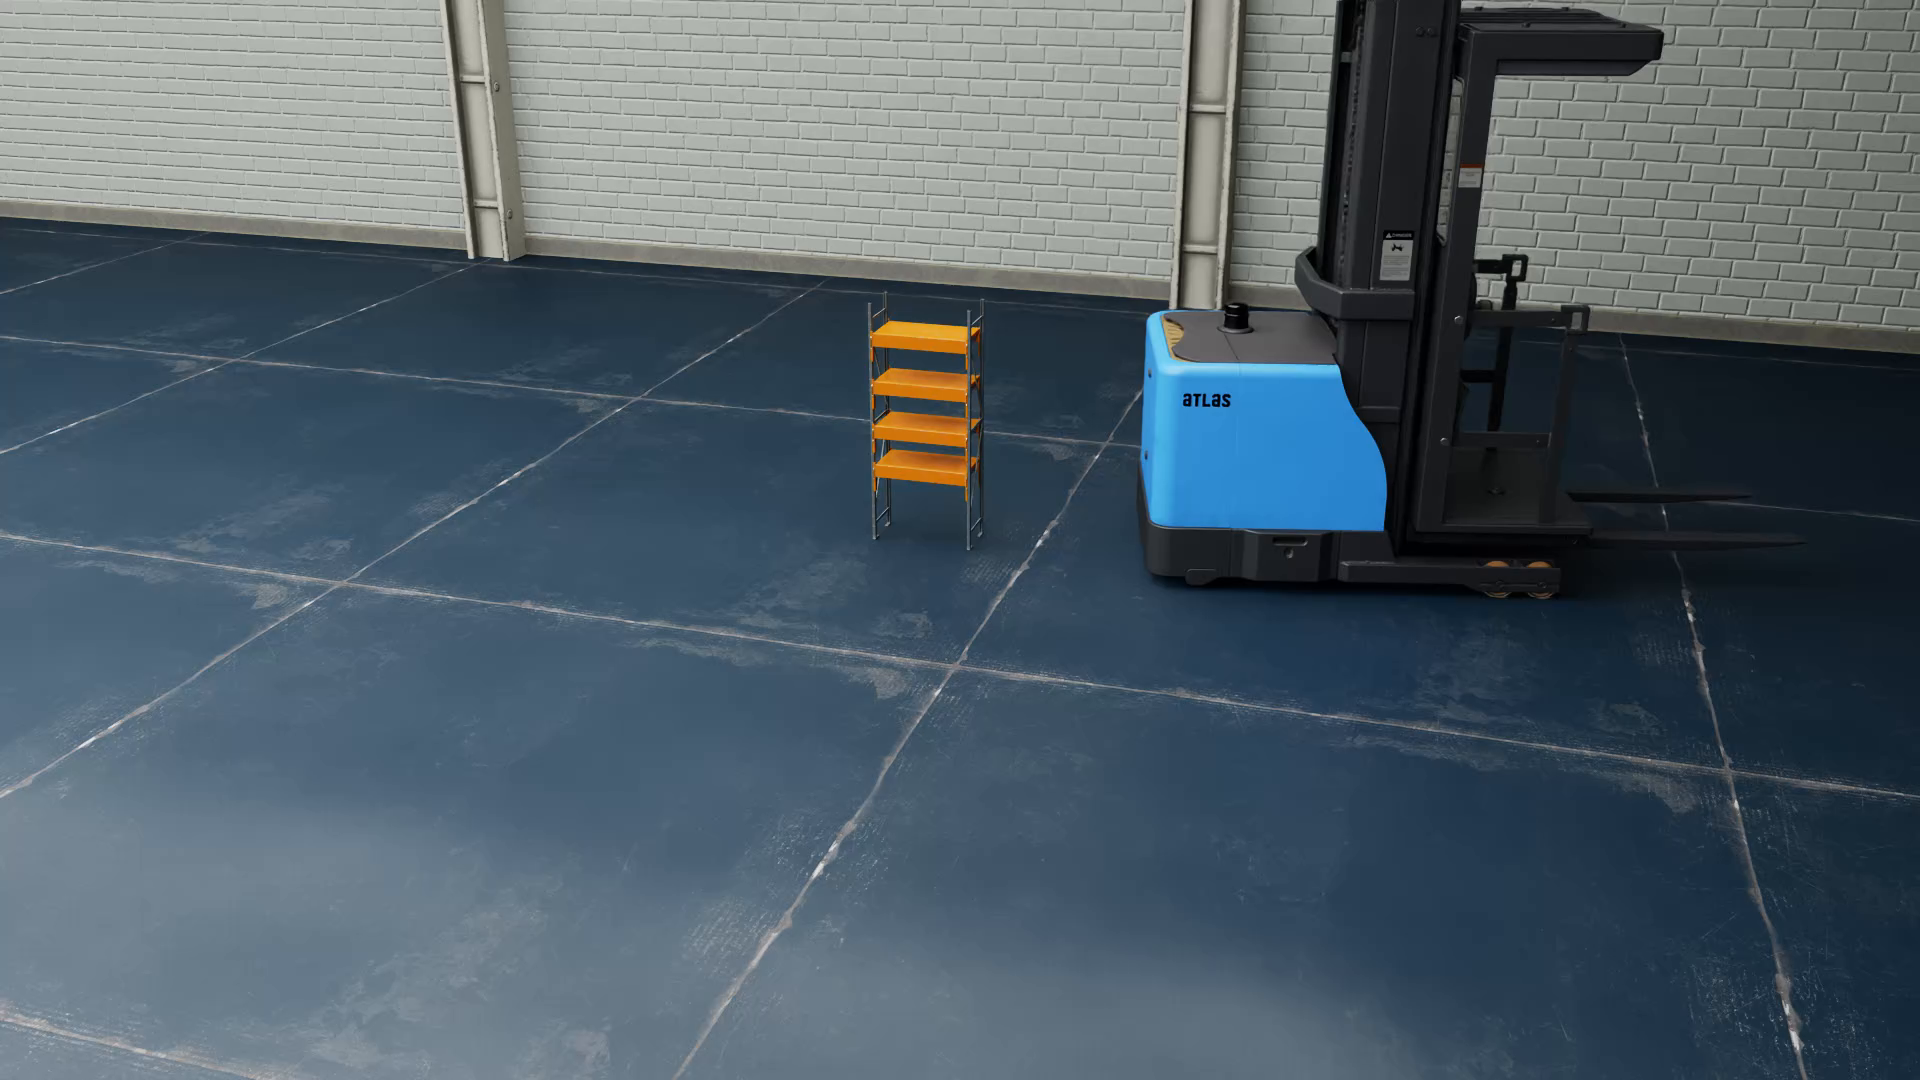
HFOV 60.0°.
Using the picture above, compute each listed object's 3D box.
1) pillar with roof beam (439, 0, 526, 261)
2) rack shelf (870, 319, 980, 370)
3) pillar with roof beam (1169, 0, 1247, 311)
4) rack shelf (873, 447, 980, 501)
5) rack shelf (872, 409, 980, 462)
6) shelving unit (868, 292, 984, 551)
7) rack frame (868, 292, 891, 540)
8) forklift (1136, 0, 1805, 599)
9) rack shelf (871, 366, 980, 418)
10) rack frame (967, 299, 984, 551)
[{"bbox_3d":[-5.182,-5.023,8.659,0.400,9.000,9.100,7,23,16],"label":"pillar with roof beam"},{"bbox_3d":[-0.158,-0.937,7.937,0.480,0.148,0.258,7,23,16],"label":"rack shelf"},{"bbox_3d":[0.562,-4.366,7.055,0.400,9.000,9.100,7,23,16],"label":"pillar with roof beam"},{"bbox_3d":[-0.158,-0.327,8.187,0.480,0.148,0.258,7,23,16],"label":"rack shelf"},{"bbox_3d":[-0.158,-0.511,8.112,0.480,0.148,0.258,7,23,16],"label":"rack shelf"},{"bbox_3d":[-0.158,-0.573,8.087,0.503,1.200,0.258,7,23,16],"label":"shelving unit"},{"bbox_3d":[-0.392,-0.600,8.152,0.015,1.200,0.240,7,23,16],"label":"rack frame"},{"bbox_3d":[2.400,-1.294,7.564,3.031,2.935,1.130,1,22,3],"label":"forklift"},{"bbox_3d":[-0.158,-0.718,8.027,0.480,0.148,0.258,7,23,16],"label":"rack shelf"},{"bbox_3d":[0.075,-0.547,8.021,0.015,1.200,0.240,7,23,16],"label":"rack frame"}]
